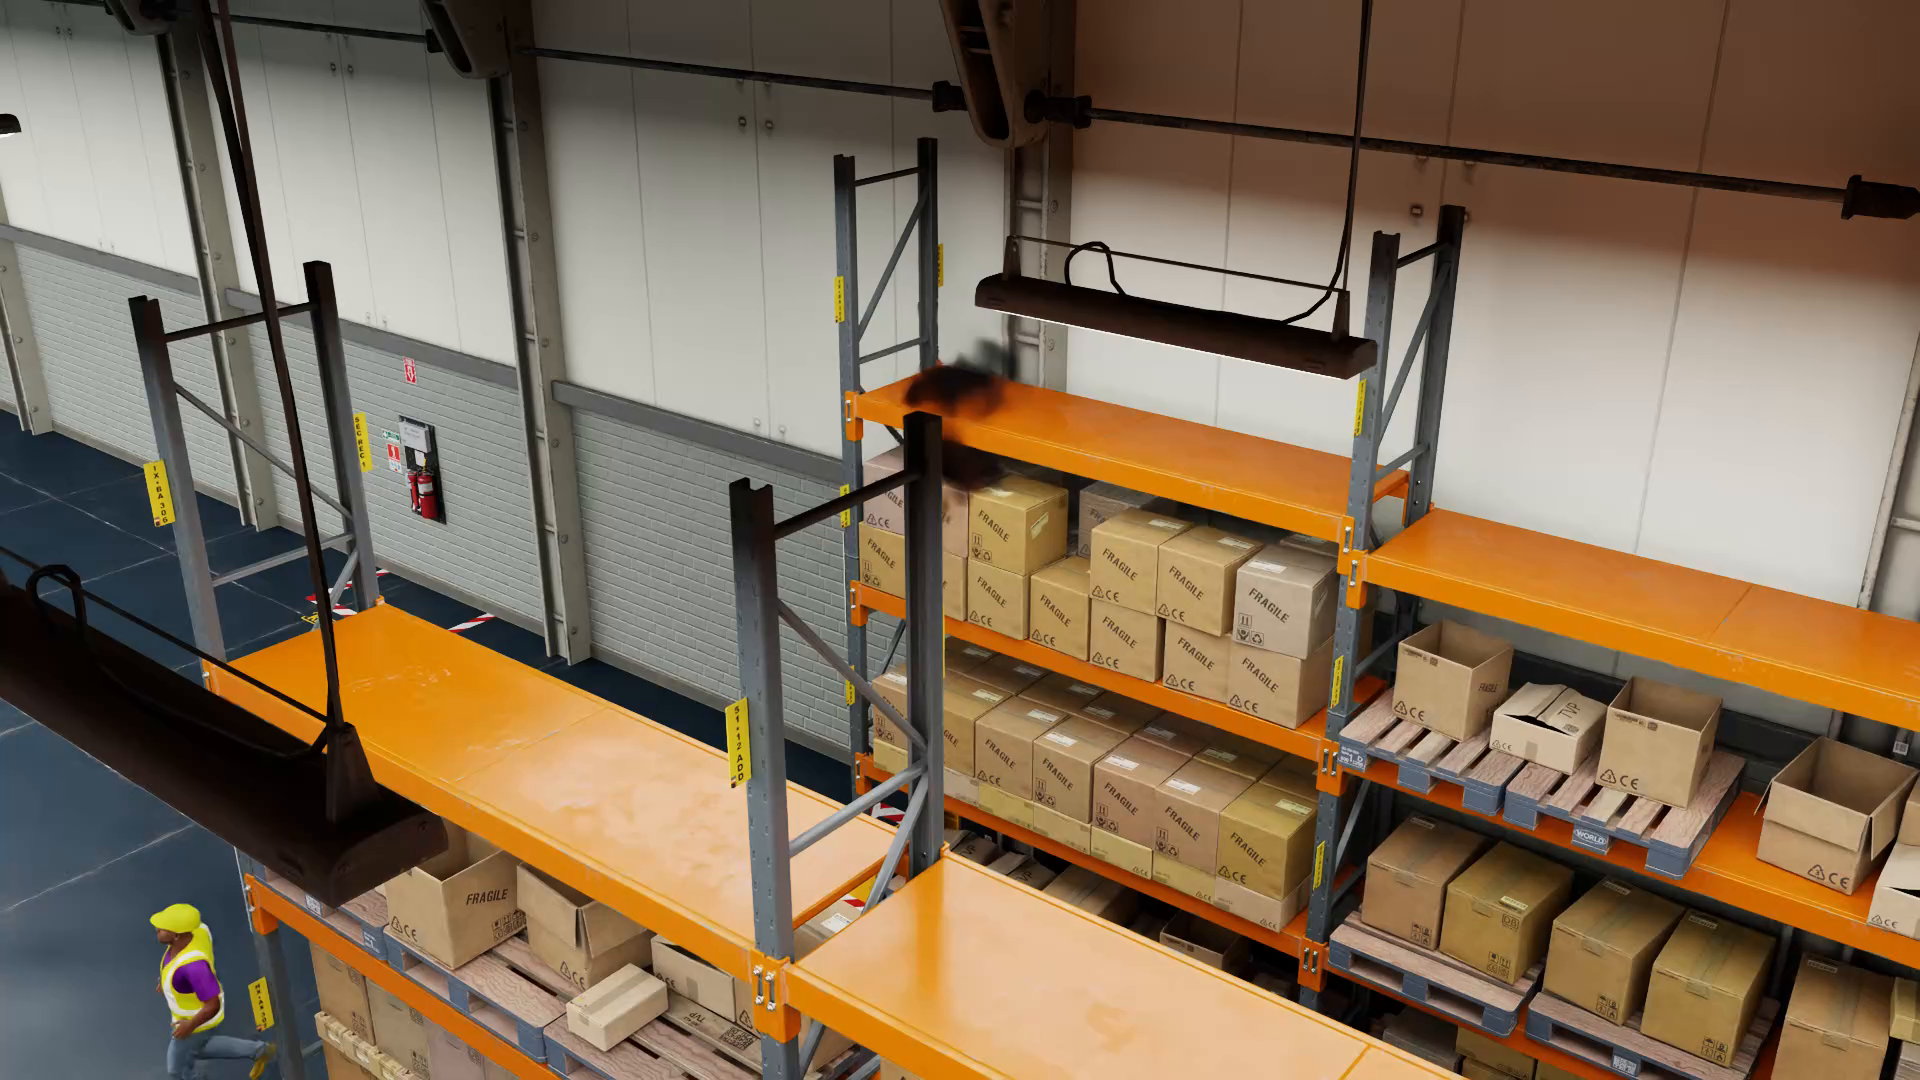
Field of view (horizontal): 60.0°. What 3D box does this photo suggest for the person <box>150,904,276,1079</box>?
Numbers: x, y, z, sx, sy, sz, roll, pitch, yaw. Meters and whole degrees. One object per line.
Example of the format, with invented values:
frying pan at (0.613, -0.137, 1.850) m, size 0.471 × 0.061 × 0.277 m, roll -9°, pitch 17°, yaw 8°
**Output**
person at (-4.984, 3.111, 10.988) m, size 0.718 × 1.724 × 0.726 m, roll -8°, pitch 24°, yaw -19°
